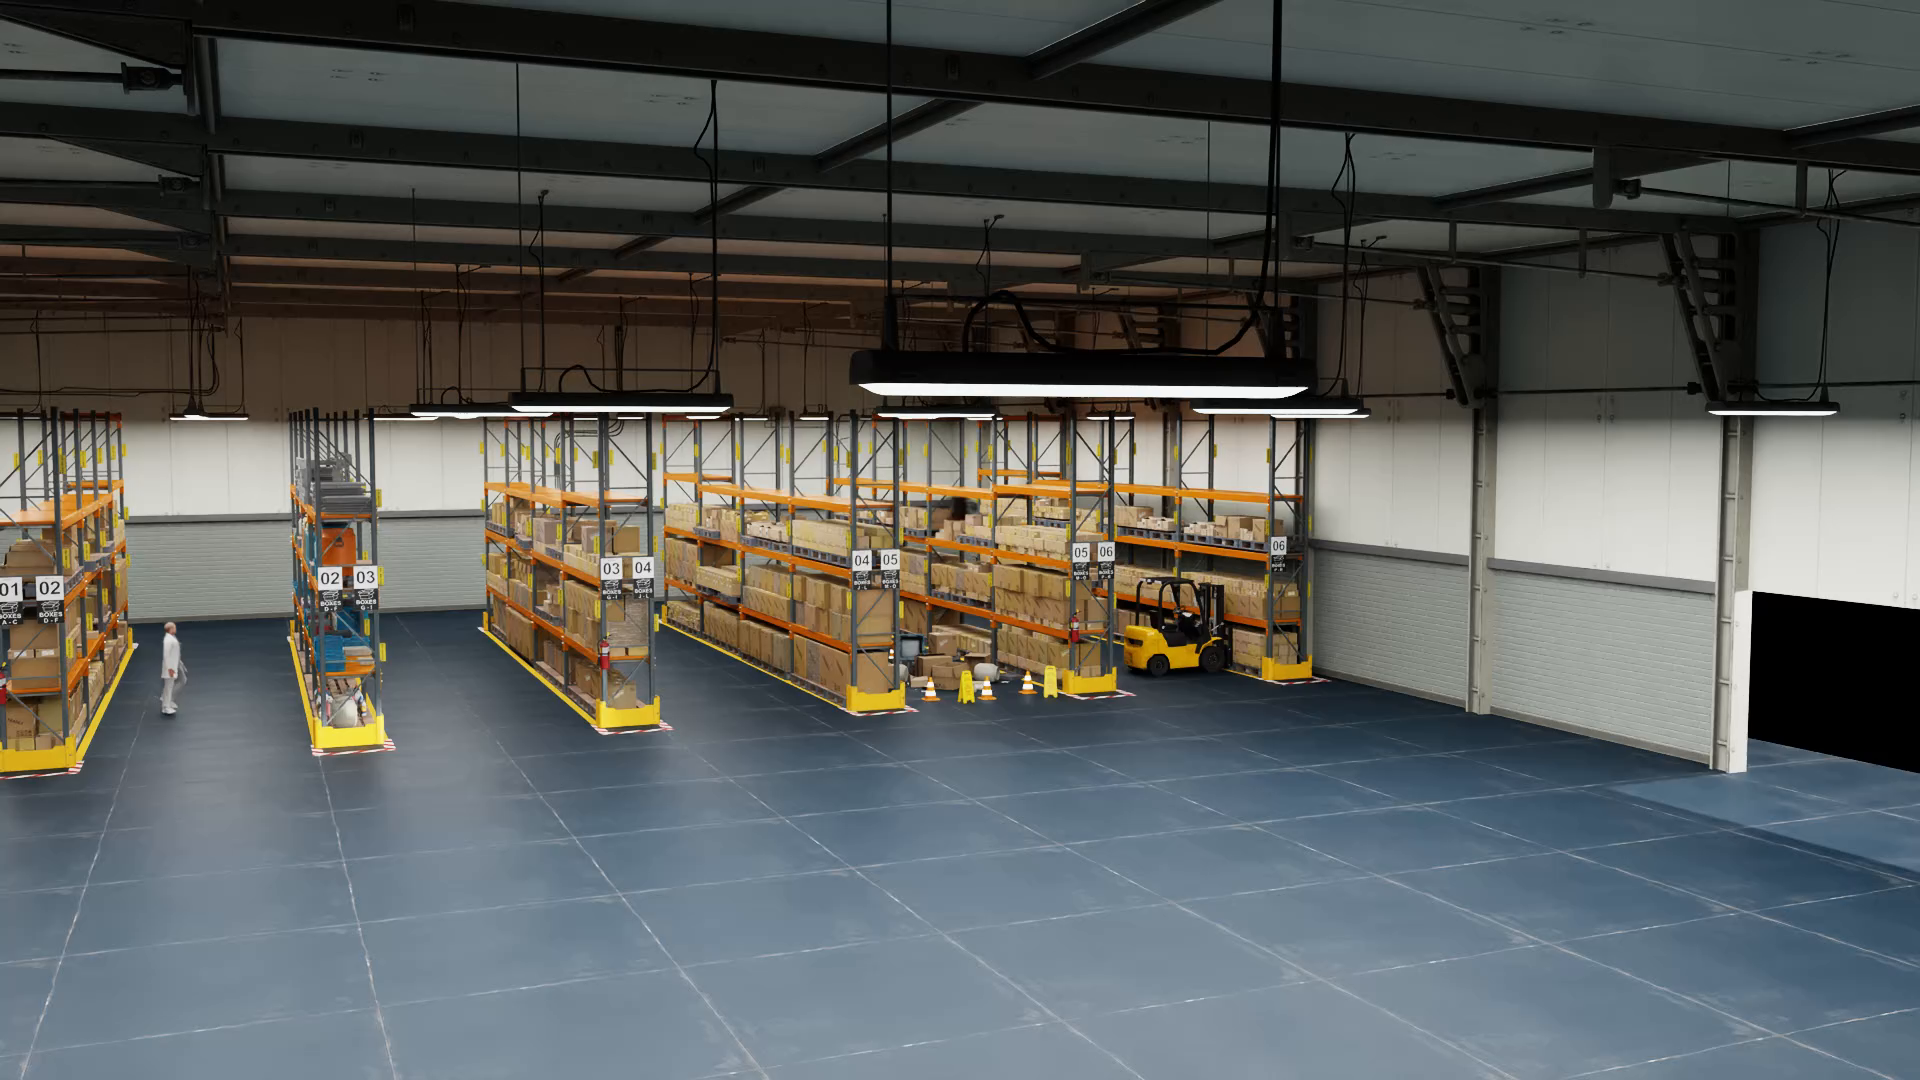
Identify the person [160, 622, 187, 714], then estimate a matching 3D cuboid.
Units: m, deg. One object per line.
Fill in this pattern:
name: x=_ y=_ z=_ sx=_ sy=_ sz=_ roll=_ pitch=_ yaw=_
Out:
person: x=-15.681 y=2.513 z=32.991 sx=0.504 sy=1.777 sz=0.718 roll=0 pitch=4 yaw=-2
